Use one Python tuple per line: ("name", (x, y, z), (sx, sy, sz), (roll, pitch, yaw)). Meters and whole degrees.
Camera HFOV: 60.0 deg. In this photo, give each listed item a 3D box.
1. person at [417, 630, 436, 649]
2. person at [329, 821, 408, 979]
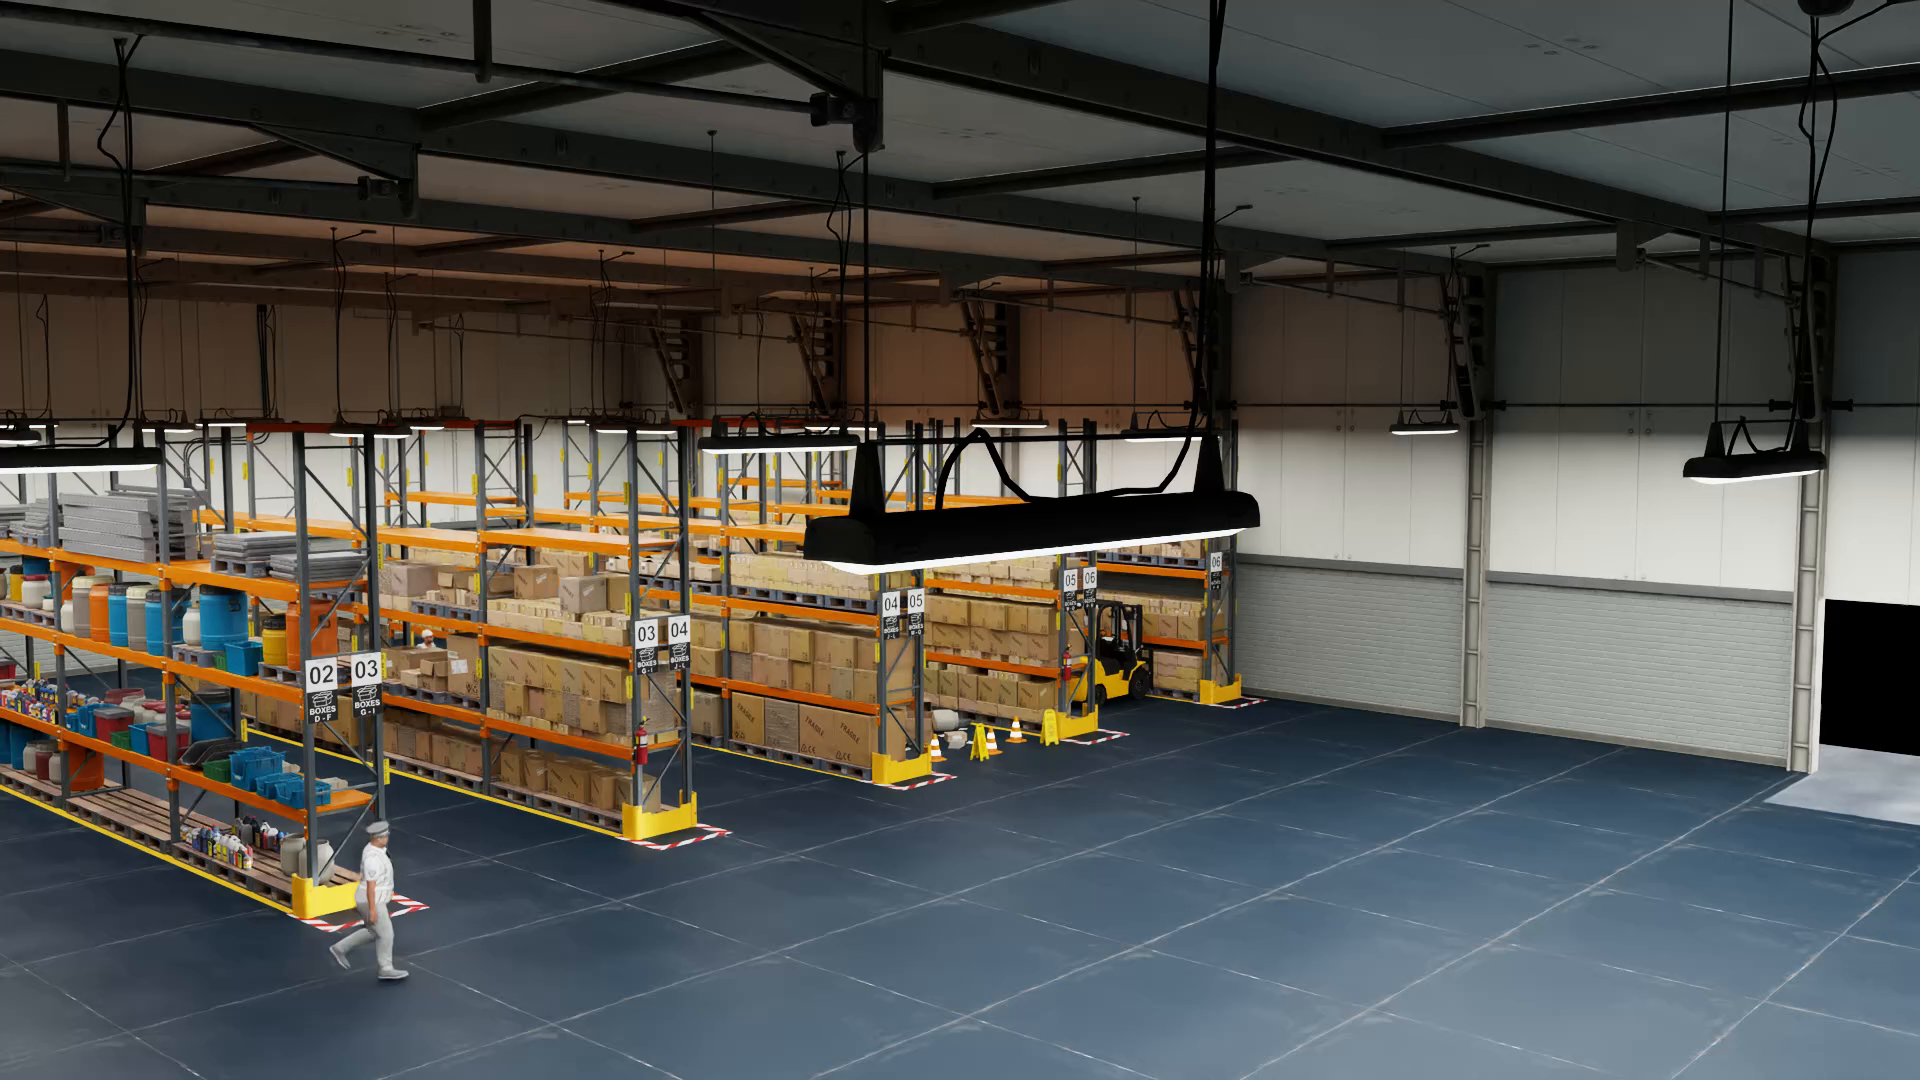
("person", (-10.749, 2.680, 33.717), (1.050, 1.721, 0.655), (3, 6, 37))
("person", (-6.528, 3.959, 18.303), (0.879, 1.719, 0.534), (-1, 5, -7))
